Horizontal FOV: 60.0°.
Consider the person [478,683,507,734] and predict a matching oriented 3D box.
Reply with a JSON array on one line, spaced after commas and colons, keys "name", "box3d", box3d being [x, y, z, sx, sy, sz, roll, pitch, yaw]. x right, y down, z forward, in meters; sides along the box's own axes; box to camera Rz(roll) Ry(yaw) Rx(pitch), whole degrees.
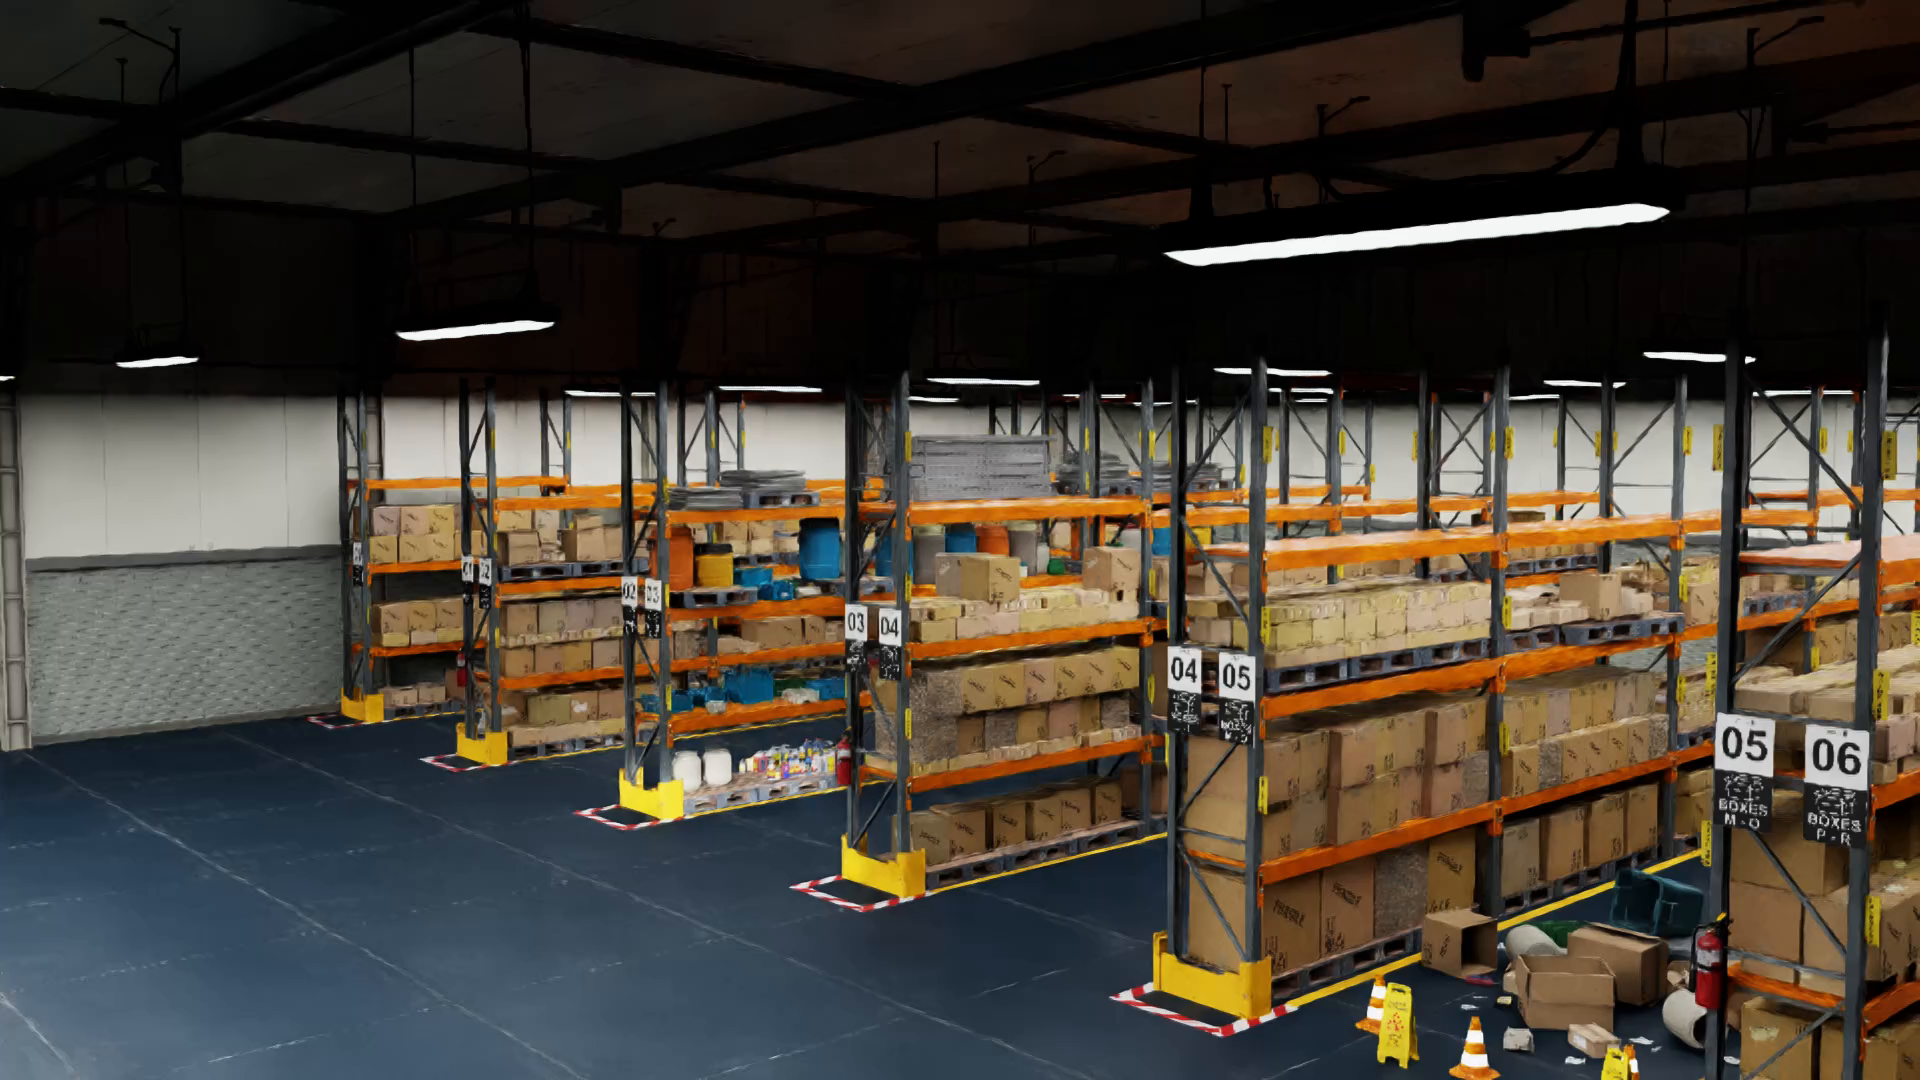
[{"name": "person", "box3d": [-7.826, 2.503, 28.185, 1.003, 1.597, 0.477, -2, 4, -33]}]
